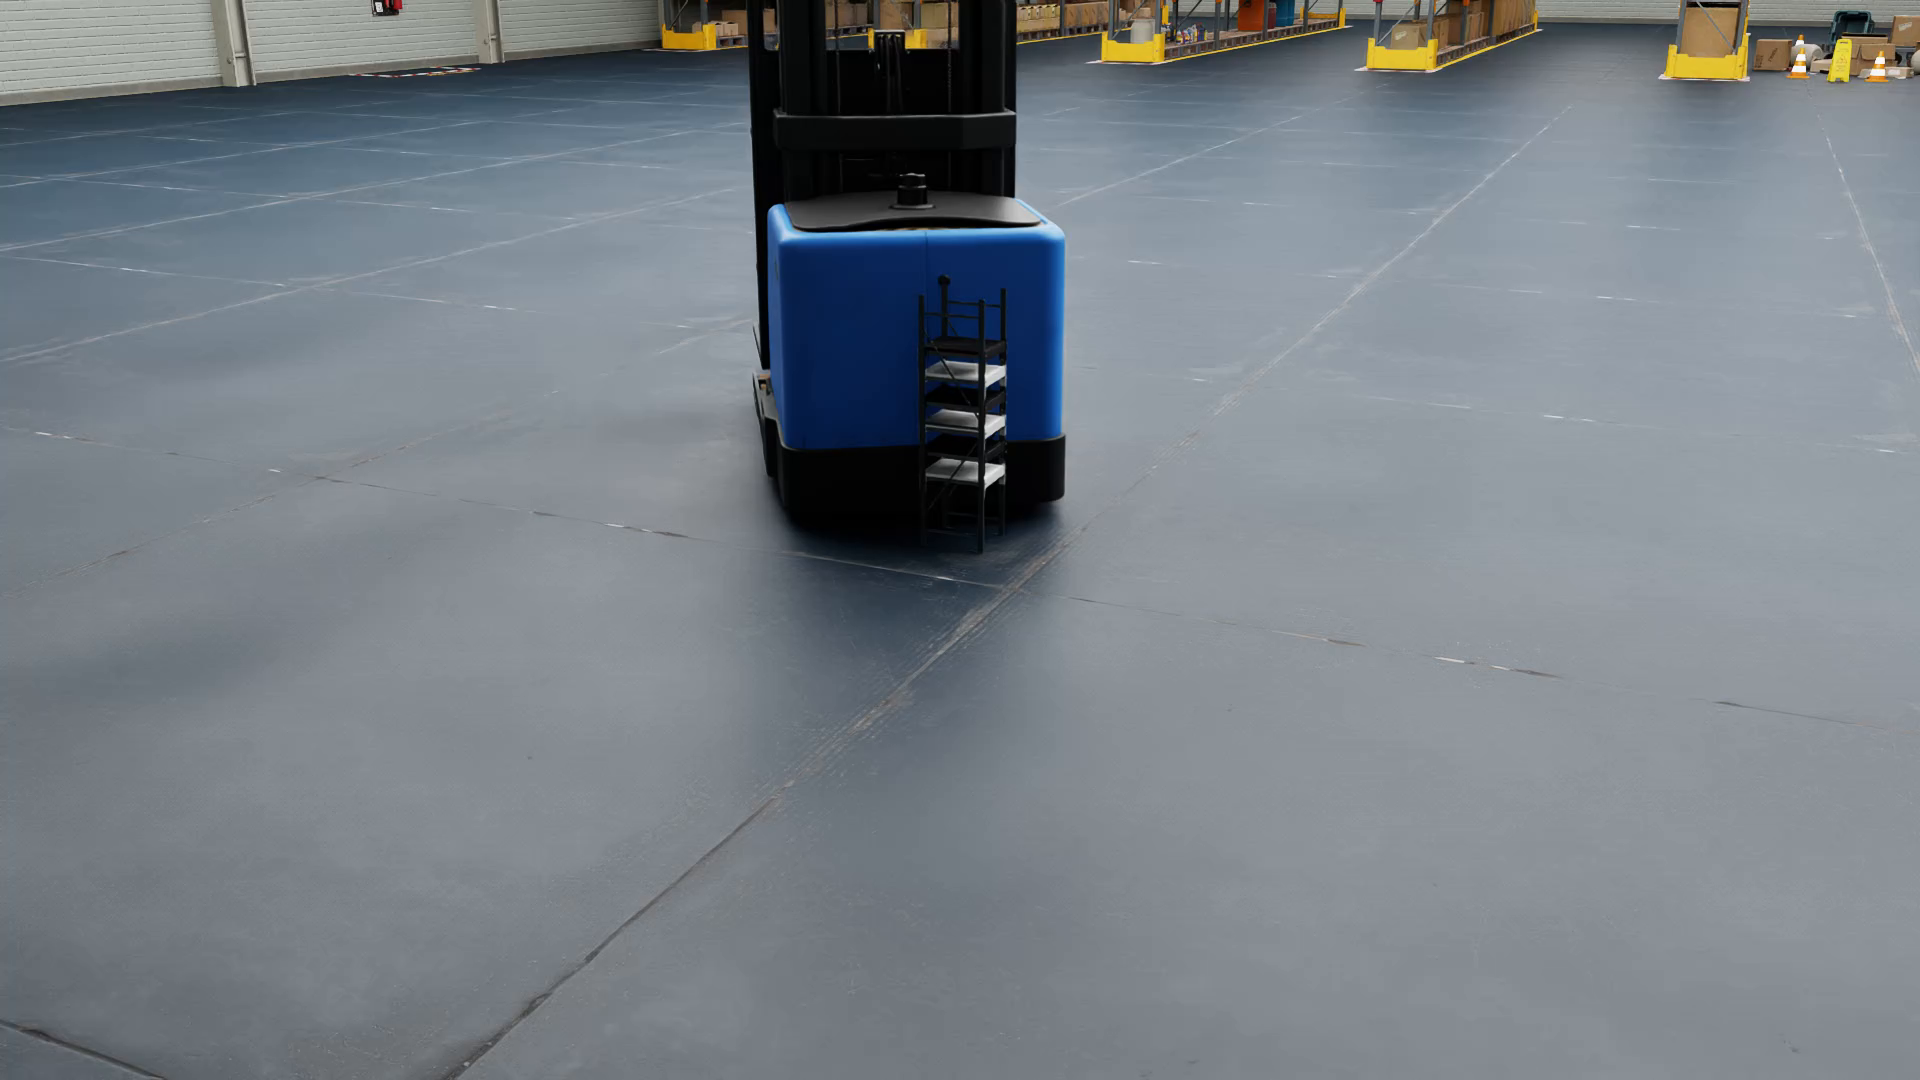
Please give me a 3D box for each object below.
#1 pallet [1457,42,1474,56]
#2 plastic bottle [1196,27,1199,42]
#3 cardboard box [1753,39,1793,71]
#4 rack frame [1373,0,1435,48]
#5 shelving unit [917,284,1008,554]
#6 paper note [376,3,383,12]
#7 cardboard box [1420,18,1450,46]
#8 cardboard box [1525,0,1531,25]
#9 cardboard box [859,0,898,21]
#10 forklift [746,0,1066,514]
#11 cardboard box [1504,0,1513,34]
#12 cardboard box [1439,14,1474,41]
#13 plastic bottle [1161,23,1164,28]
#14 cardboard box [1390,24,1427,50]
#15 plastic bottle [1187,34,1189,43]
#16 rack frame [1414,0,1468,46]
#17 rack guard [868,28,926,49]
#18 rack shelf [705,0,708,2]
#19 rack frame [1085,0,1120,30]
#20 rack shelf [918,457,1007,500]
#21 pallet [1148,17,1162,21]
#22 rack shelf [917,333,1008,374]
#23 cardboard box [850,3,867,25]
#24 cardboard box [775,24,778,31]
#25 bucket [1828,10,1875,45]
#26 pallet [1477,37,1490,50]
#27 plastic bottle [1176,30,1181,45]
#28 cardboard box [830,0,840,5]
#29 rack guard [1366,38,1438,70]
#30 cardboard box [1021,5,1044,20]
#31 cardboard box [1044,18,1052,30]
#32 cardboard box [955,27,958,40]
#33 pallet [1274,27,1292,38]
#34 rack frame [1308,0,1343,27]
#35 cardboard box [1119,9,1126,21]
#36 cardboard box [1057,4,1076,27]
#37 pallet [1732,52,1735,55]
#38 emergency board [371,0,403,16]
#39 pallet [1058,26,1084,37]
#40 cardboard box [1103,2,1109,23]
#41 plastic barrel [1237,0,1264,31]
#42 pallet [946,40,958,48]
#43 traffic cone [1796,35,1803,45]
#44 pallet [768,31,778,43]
[{"bbox_3d":[9.747,-9.911,33.523,1.003,0.211,1.213,9,21,23],"label":"pallet"},{"bbox_3d":[4.803,-10.243,33.693,0.061,0.283,0.133,10,22,26],"label":"plastic bottle"},{"bbox_3d":[14.214,-8.484,29.074,0.500,0.500,0.500,13,23,32],"label":"cardboard box"},{"bbox_3d":[7.792,-9.764,28.948,1.000,3.000,0.127,9,21,23],"label":"rack frame"},{"bbox_3d":[0.009,-0.421,5.809,0.258,0.900,0.210,8,21,21],"label":"shelving unit"},{"bbox_3d":[-9.907,-9.092,28.372,0.016,0.148,0.142,9,21,23],"label":"paper note"},{"bbox_3d":[9.229,-9.890,32.406,0.500,0.500,0.500,8,21,21],"label":"cardboard box"},{"bbox_3d":[13.782,-13.367,41.624,0.875,0.875,0.875,9,21,23],"label":"cardboard box"},{"bbox_3d":[-2.069,-13.641,42.429,0.750,0.750,0.750,8,21,22],"label":"cardboard box"},{"bbox_3d":[-0.353,-1.929,7.019,1.130,2.935,3.031,-3,20,-9],"label":"forklift"},{"bbox_3d":[11.741,-11.886,37.459,1.225,0.875,0.875,9,21,23],"label":"cardboard box"},{"bbox_3d":[10.142,-10.516,34.135,0.700,0.500,0.500,7,21,18],"label":"cardboard box"},{"bbox_3d":[4.125,-10.378,33.971,0.144,0.351,0.185,8,21,20],"label":"plastic bottle"},{"bbox_3d":[8.063,-8.973,29.827,0.500,0.500,0.500,13,23,33],"label":"cardboard box"},{"bbox_3d":[4.522,-10.010,33.158,0.097,0.201,0.097,0,20,0],"label":"plastic bottle"},{"bbox_3d":[9.430,-10.987,32.386,1.000,3.000,0.127,9,21,23],"label":"rack frame"},{"bbox_3d":[-1.254,-9.940,33.171,1.175,0.500,0.348,9,21,23],"label":"rack guard"},{"bbox_3d":[-4.946,-12.076,36.521,1.077,0.370,4.000,9,21,23],"label":"rack shelf"},{"bbox_3d":[3.669,-14.793,43.088,1.000,3.000,0.127,9,21,23],"label":"rack frame"},{"bbox_3d":[0.009,-0.220,5.881,0.258,0.077,0.200,8,21,21],"label":"rack shelf"},{"bbox_3d":[4.951,-14.435,46.243,1.003,0.211,1.213,9,21,23],"label":"pallet"},{"bbox_3d":[0.009,-0.644,5.730,0.258,0.077,0.200,8,21,21],"label":"rack shelf"},{"bbox_3d":[-2.737,-13.051,41.264,0.700,0.500,0.500,9,21,23],"label":"cardboard box"},{"bbox_3d":[-4.319,-11.731,38.049,0.380,0.166,0.250,6,20,16],"label":"cardboard box"},{"bbox_3d":[15.961,-9.091,29.673,0.726,0.611,0.620,18,16,41],"label":"bucket"},{"bbox_3d":[10.746,-10.657,35.621,1.003,0.211,1.213,9,21,23],"label":"pallet"},{"bbox_3d":[4.300,-9.877,32.681,0.097,0.271,0.097,0,20,0],"label":"plastic bottle"},{"bbox_3d":[-3.233,-13.081,40.228,0.500,0.250,0.500,8,21,22],"label":"cardboard box"},{"bbox_3d":[7.823,-8.610,29.432,1.175,0.500,0.348,9,21,23],"label":"rack guard"},{"bbox_3d":[1.625,-12.229,38.519,0.500,0.311,0.500,8,21,22],"label":"cardboard box"},{"bbox_3d":[1.831,-12.120,39.049,0.500,0.250,0.500,8,21,22],"label":"cardboard box"},{"bbox_3d":[-0.206,-10.619,34.827,0.500,0.250,0.500,9,21,23],"label":"cardboard box"},{"bbox_3d":[7.335,-12.194,39.941,1.003,0.211,1.213,9,21,23],"label":"pallet"},{"bbox_3d":[9.825,-15.335,44.612,1.000,3.000,0.127,9,21,23],"label":"rack frame"},{"bbox_3d":[4.039,-13.832,43.742,0.500,0.311,0.500,9,21,23],"label":"cardboard box"},{"bbox_3d":[2.479,-12.700,40.276,0.500,0.500,0.500,10,22,25],"label":"cardboard box"},{"bbox_3d":[13.530,-8.740,30.229,1.003,0.211,1.213,9,21,23],"label":"pallet"},{"bbox_3d":[-9.772,-9.551,28.350,0.194,1.169,0.643,9,21,23],"label":"emergency board"},{"bbox_3d":[2.372,-12.479,40.744,1.003,0.211,1.213,9,21,23],"label":"pallet"},{"bbox_3d":[3.519,-13.482,42.477,0.500,0.500,0.500,9,21,23],"label":"cardboard box"},{"bbox_3d":[6.734,-12.217,38.456,0.600,0.830,0.708,9,21,23],"label":"plastic barrel"},{"bbox_3d":[-0.469,-10.422,34.959,1.003,0.211,1.213,9,21,23],"label":"pallet"},{"bbox_3d":[15.840,-9.283,31.381,0.336,0.463,0.334,9,21,23],"label":"traffic cone"},{"bbox_3d":[-4.370,-11.502,37.996,1.003,0.211,1.213,9,21,23],"label":"pallet"}]
